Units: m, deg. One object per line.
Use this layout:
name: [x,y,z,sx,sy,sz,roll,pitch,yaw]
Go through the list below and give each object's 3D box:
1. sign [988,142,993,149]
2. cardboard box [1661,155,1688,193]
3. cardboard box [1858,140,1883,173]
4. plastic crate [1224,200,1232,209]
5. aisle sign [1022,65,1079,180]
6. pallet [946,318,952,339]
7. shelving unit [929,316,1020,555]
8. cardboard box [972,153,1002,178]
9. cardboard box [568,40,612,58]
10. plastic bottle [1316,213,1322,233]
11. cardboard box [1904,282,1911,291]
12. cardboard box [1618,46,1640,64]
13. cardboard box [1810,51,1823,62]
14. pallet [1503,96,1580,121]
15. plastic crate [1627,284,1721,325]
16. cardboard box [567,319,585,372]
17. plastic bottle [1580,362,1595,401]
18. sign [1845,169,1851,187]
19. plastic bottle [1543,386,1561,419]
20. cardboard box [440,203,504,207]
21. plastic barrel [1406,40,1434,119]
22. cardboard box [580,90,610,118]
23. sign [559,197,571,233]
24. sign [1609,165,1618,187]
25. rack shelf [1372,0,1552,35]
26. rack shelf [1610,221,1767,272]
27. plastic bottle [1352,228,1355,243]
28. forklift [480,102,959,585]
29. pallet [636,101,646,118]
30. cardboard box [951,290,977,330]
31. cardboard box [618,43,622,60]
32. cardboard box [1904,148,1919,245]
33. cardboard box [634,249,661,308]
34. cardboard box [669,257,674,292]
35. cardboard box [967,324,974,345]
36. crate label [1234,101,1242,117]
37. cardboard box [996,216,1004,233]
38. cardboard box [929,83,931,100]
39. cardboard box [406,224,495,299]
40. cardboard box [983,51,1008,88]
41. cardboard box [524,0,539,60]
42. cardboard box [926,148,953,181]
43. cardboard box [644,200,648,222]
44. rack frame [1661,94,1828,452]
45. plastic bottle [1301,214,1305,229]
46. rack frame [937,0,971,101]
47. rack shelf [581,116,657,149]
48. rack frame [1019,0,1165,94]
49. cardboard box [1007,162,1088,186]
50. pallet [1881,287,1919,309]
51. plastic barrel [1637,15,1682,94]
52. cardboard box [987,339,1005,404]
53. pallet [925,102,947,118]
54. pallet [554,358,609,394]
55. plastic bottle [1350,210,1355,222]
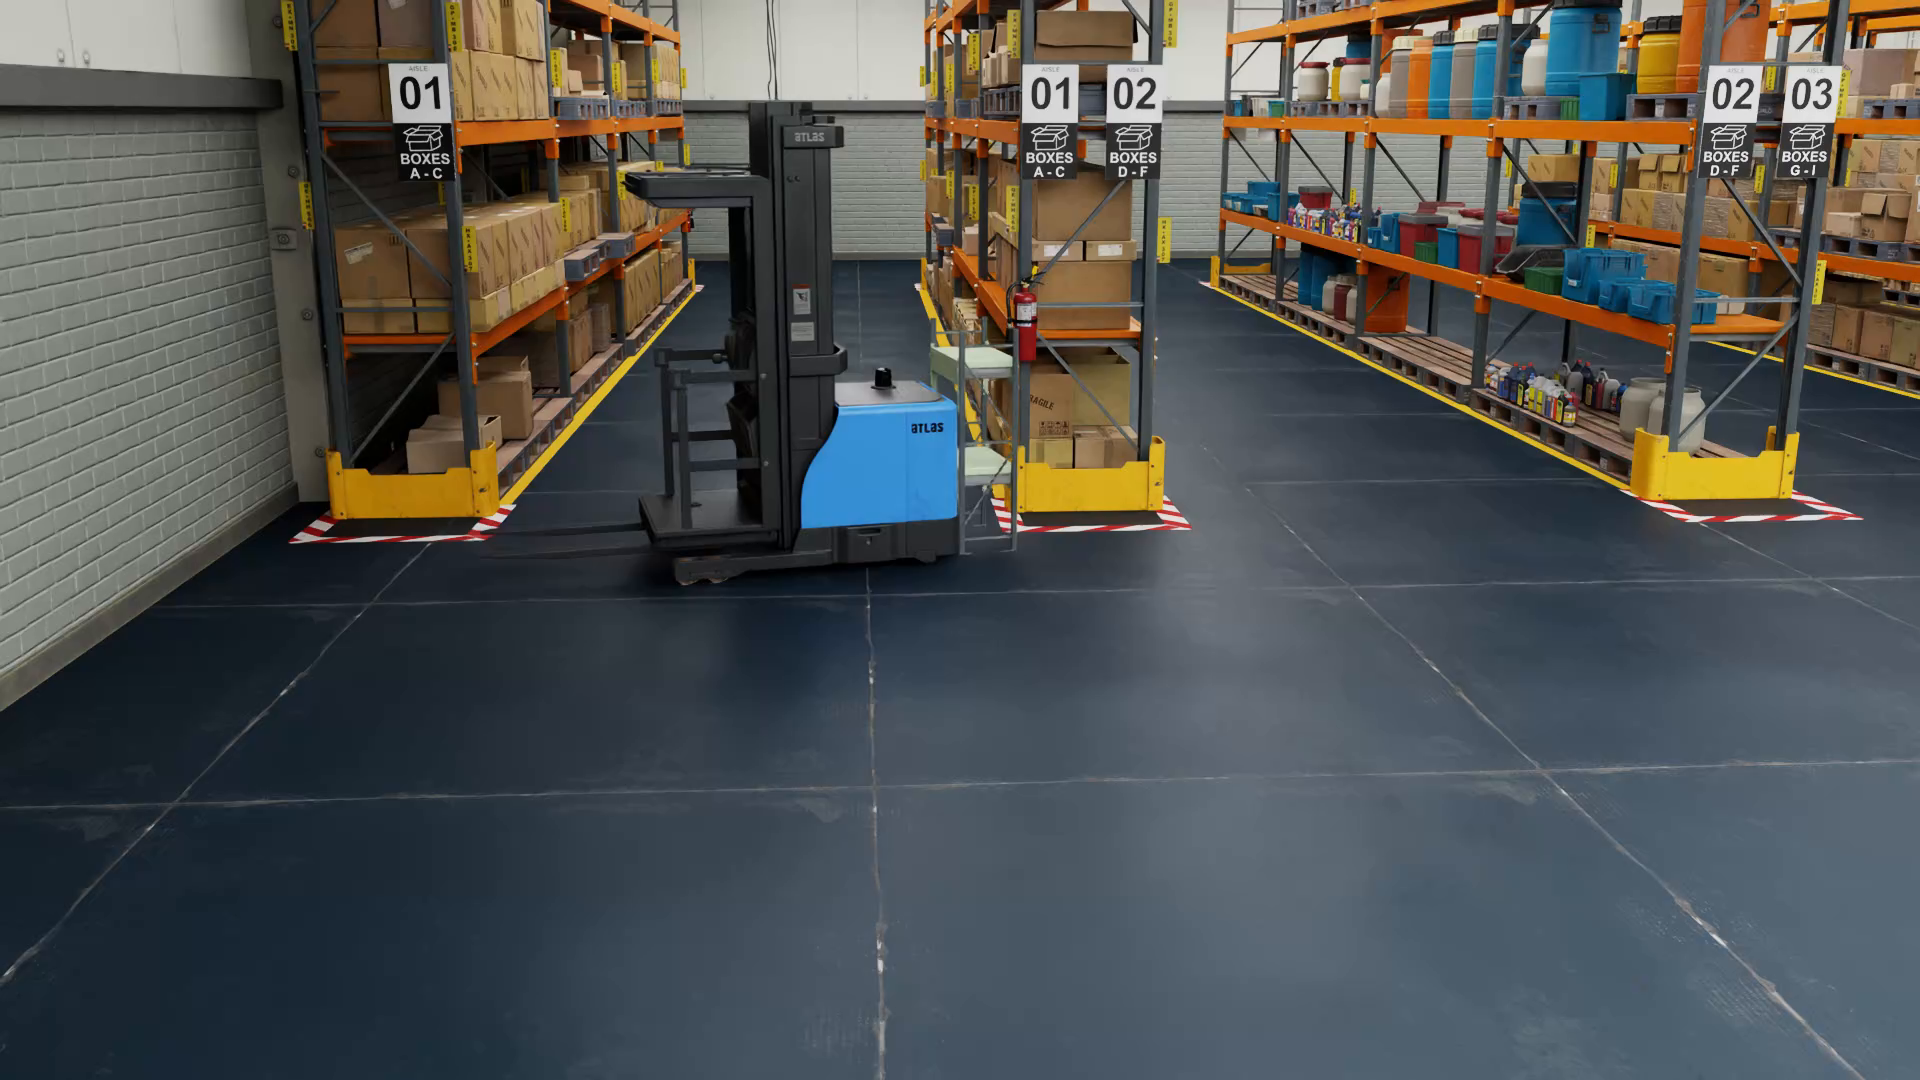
sign: [0.489,-6.410,27.461,0.100,0.325,0.005,-1,14,-3]
cardboard box: [10.148,-5.054,22.937,0.797,0.503,0.637,-1,14,-3]
cardboard box: [14.624,-6.075,26.314,0.500,0.500,0.500,-1,14,-5]
plastic crate: [4.502,-5.522,27.376,0.250,0.136,0.298,-1,14,-3]
aisle sign: [0.636,-2.951,11.760,0.394,0.787,0.004,-1,14,-3]
pallet: [0.349,-2.841,22.146,1.003,0.211,1.213,-1,14,-3]
shelving unit: [0.091,-0.728,11.344,0.431,1.500,0.755,-4,15,-15]
cardboard box: [0.434,-5.352,24.100,0.500,0.500,0.500,-1,14,-2]
cardboard box: [-4.789,-6.340,21.538,0.500,0.250,0.500,-1,14,-5]
plastic bottle: [4.832,-4.248,22.277,0.097,0.271,0.097,0,14,0]
cardboard box: [14.729,-3.882,25.473,0.380,0.149,0.250,0,14,-2]
cardboard box: [10.018,-7.200,24.720,0.500,0.250,0.500,-2,15,-7]
cardboard box: [10.118,-5.351,19.080,0.500,0.500,0.500,-1,14,-3]
pallet: [5.764,-3.967,15.283,1.213,0.211,1.003,-1,14,-3]
plastic crate: [5.540,-1.837,12.943,0.499,0.251,0.616,-1,14,-3]
cardboard box: [-4.402,-2.071,17.690,0.700,0.500,0.500,-1,14,-3]
plastic bottle: [5.961,-1.510,15.810,0.144,0.351,0.185,-2,15,-6]
sign: [10.858,-4.388,20.396,0.100,0.325,0.005,-1,14,-3]
plastic bottle: [5.321,-1.230,14.872,0.152,0.276,0.135,-1,14,-5]
cardboard box: [-4.446,-2.811,15.187,0.500,0.500,0.500,-1,14,-5]
plastic barrel: [5.249,-5.069,18.325,0.600,0.830,0.708,-1,14,-3]
cardboard box: [-4.200,-4.870,18.552,0.500,0.311,0.500,-1,14,-3]
sign: [-3.725,-3.060,15.663,0.100,0.325,0.005,-1,14,-3]
sign: [9.516,-5.298,24.202,0.100,0.325,0.005,-1,14,-3]
rack shelf: [5.498,-5.644,17.650,1.077,0.370,4.000,-1,14,-3]
rack shelf: [10.193,-4.004,22.511,1.077,0.370,4.000,-1,14,-3]
plastic bottle: [4.934,-3.805,20.694,0.097,0.201,0.097,0,14,0]
forklift: [-1.581,-1.282,10.629,3.031,2.935,1.130,-4,15,-15]
pallet: [-4.656,-5.753,22.230,0.805,0.209,1.217,-1,15,-6]
cardboard box: [0.138,-2.934,21.044,0.500,0.500,0.500,0,14,-1]
cardboard box: [-5.038,-6.785,23.611,0.500,0.500,0.500,-1,14,-4]
cardboard box: [10.656,-3.554,17.272,1.000,1.000,1.000,-1,14,-3]
cardboard box: [-4.592,-3.623,23.058,0.750,0.750,0.750,-1,14,-3]
cardboard box: [-4.763,-4.053,25.434,0.700,0.500,0.500,-1,14,-2]
cardboard box: [0.328,-2.077,17.129,0.500,0.311,0.500,0,14,-2]
crate label: [4.613,-6.914,26.658,0.408,0.251,0.502,-1,14,-3]
cardboard box: [0.534,-2.874,15.175,0.380,0.149,0.250,-1,14,-5]
cardboard box: [-0.206,-6.810,25.251,0.500,0.250,0.500,-1,14,-3]
cardboard box: [-3.748,-2.059,12.266,0.500,0.500,0.500,-1,14,-3]
cardboard box: [0.479,-4.125,14.574,0.500,0.311,0.500,-2,15,-7]
cardboard box: [-3.920,-4.368,14.217,0.500,0.500,0.500,0,14,0]
cardboard box: [-0.301,-6.111,27.049,0.500,0.500,0.500,0,14,-2]
cardboard box: [-4.418,-4.460,22.002,0.500,0.500,0.500,-1,14,-3]
rack frame: [5.870,-1.789,12.459,1.000,3.000,0.127,-1,14,-3]
plastic bottle: [4.783,-4.411,23.051,0.097,0.201,0.097,0,14,0]
rack frame: [0.182,-7.603,23.017,1.000,3.000,0.127,-1,14,-3]
rack shelf: [-4.638,-5.227,21.246,1.077,0.370,4.000,-1,14,-3]
rack frame: [0.926,-4.619,11.418,1.000,3.000,0.127,-1,14,-3]
cardboard box: [0.774,-3.024,14.456,0.700,0.500,0.500,-1,14,-3]
pallet: [14.949,-3.717,25.549,1.003,0.211,1.213,-1,14,-3]
plastic barrel: [5.672,-3.817,13.103,0.600,0.588,0.600,0,14,0]
cardboard box: [0.489,-1.450,14.312,0.500,0.500,0.500,-1,14,-3]
pallet: [0.152,-5.896,22.779,1.213,0.211,1.003,-1,14,-3]
pallet: [-4.395,-1.778,18.013,1.003,0.211,1.213,-1,14,-3]
plastic bottle: [5.404,-4.395,22.846,0.097,0.271,0.097,0,14,0]
